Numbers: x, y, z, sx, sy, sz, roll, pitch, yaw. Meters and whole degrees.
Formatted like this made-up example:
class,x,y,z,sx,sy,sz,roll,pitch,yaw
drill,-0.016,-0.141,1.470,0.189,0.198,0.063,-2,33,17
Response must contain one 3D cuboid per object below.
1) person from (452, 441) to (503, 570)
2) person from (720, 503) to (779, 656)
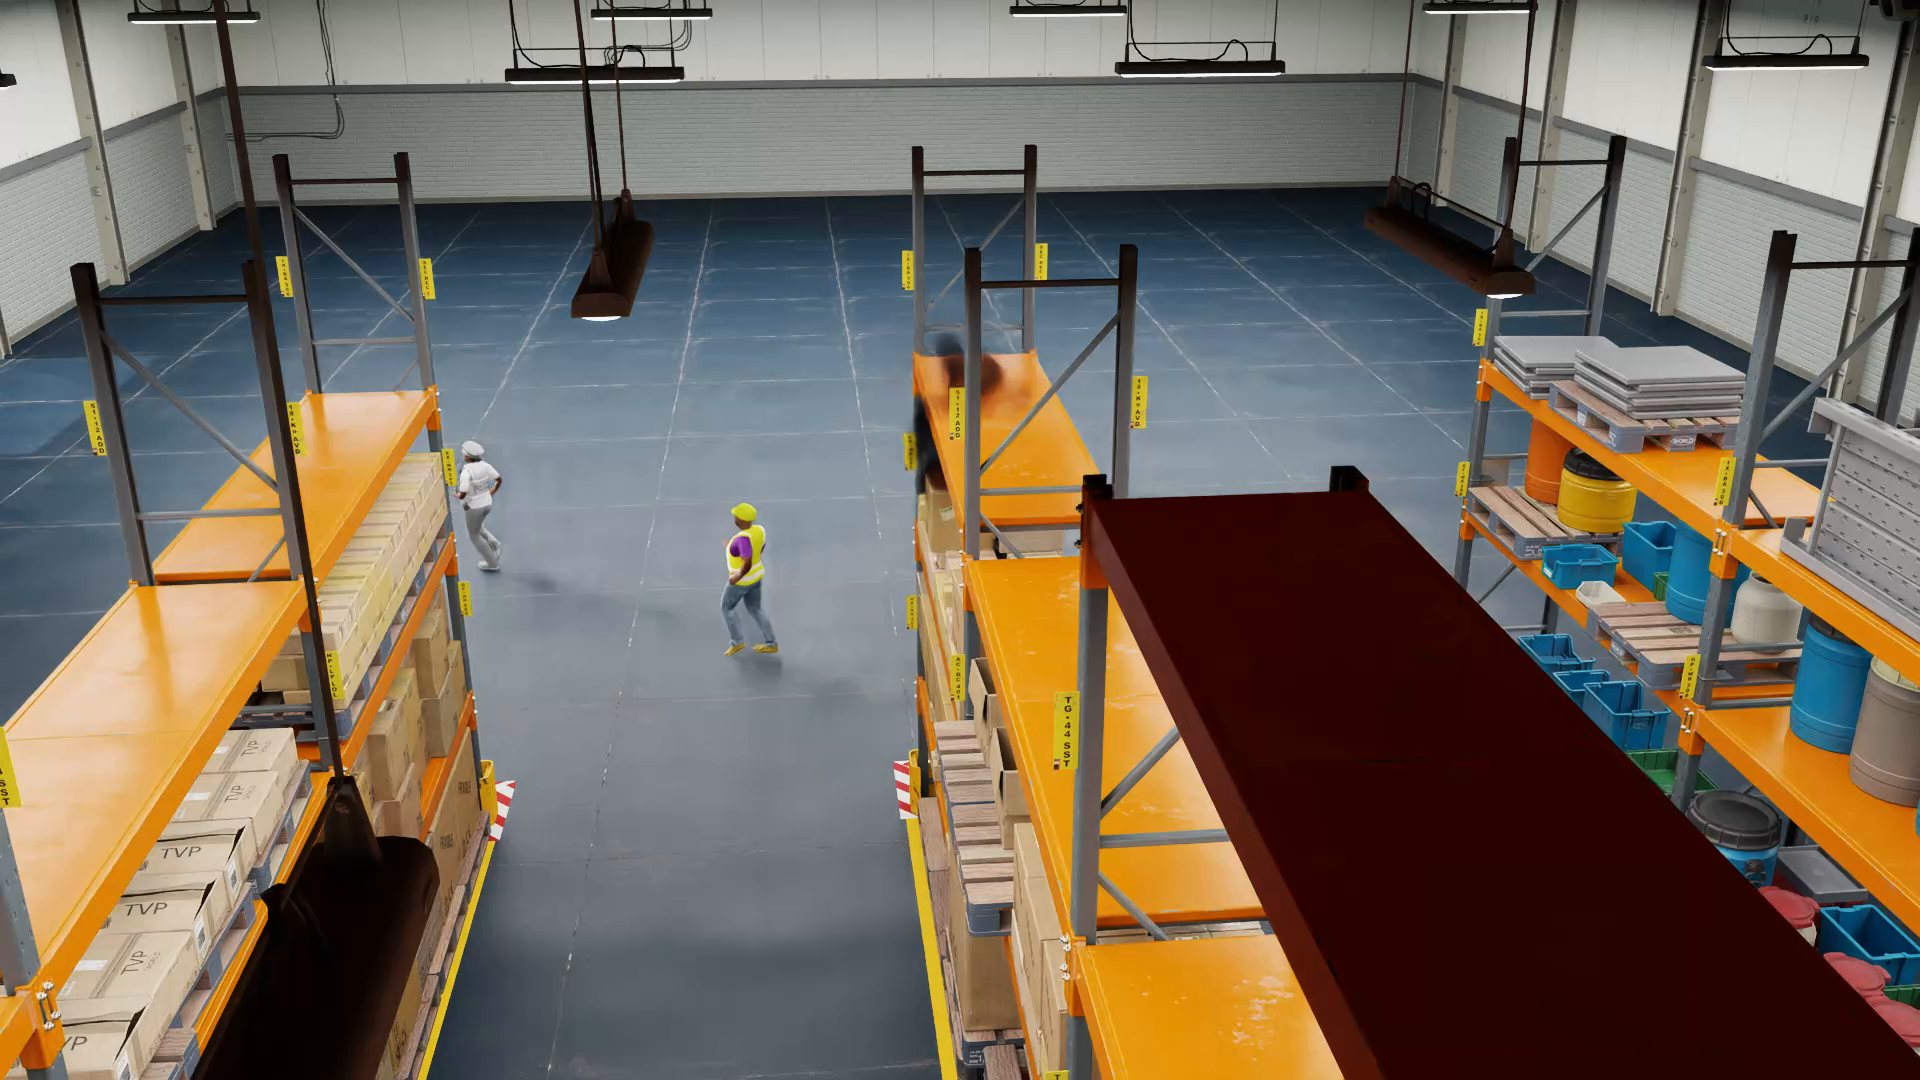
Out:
class,x,y,z,sx,sy,sz,roll,pitch,yaw
person,-5.990,-0.438,20.481,0.559,1.652,0.560,9,23,21
person,-2.335,0.456,18.100,0.717,1.825,0.674,12,25,28
